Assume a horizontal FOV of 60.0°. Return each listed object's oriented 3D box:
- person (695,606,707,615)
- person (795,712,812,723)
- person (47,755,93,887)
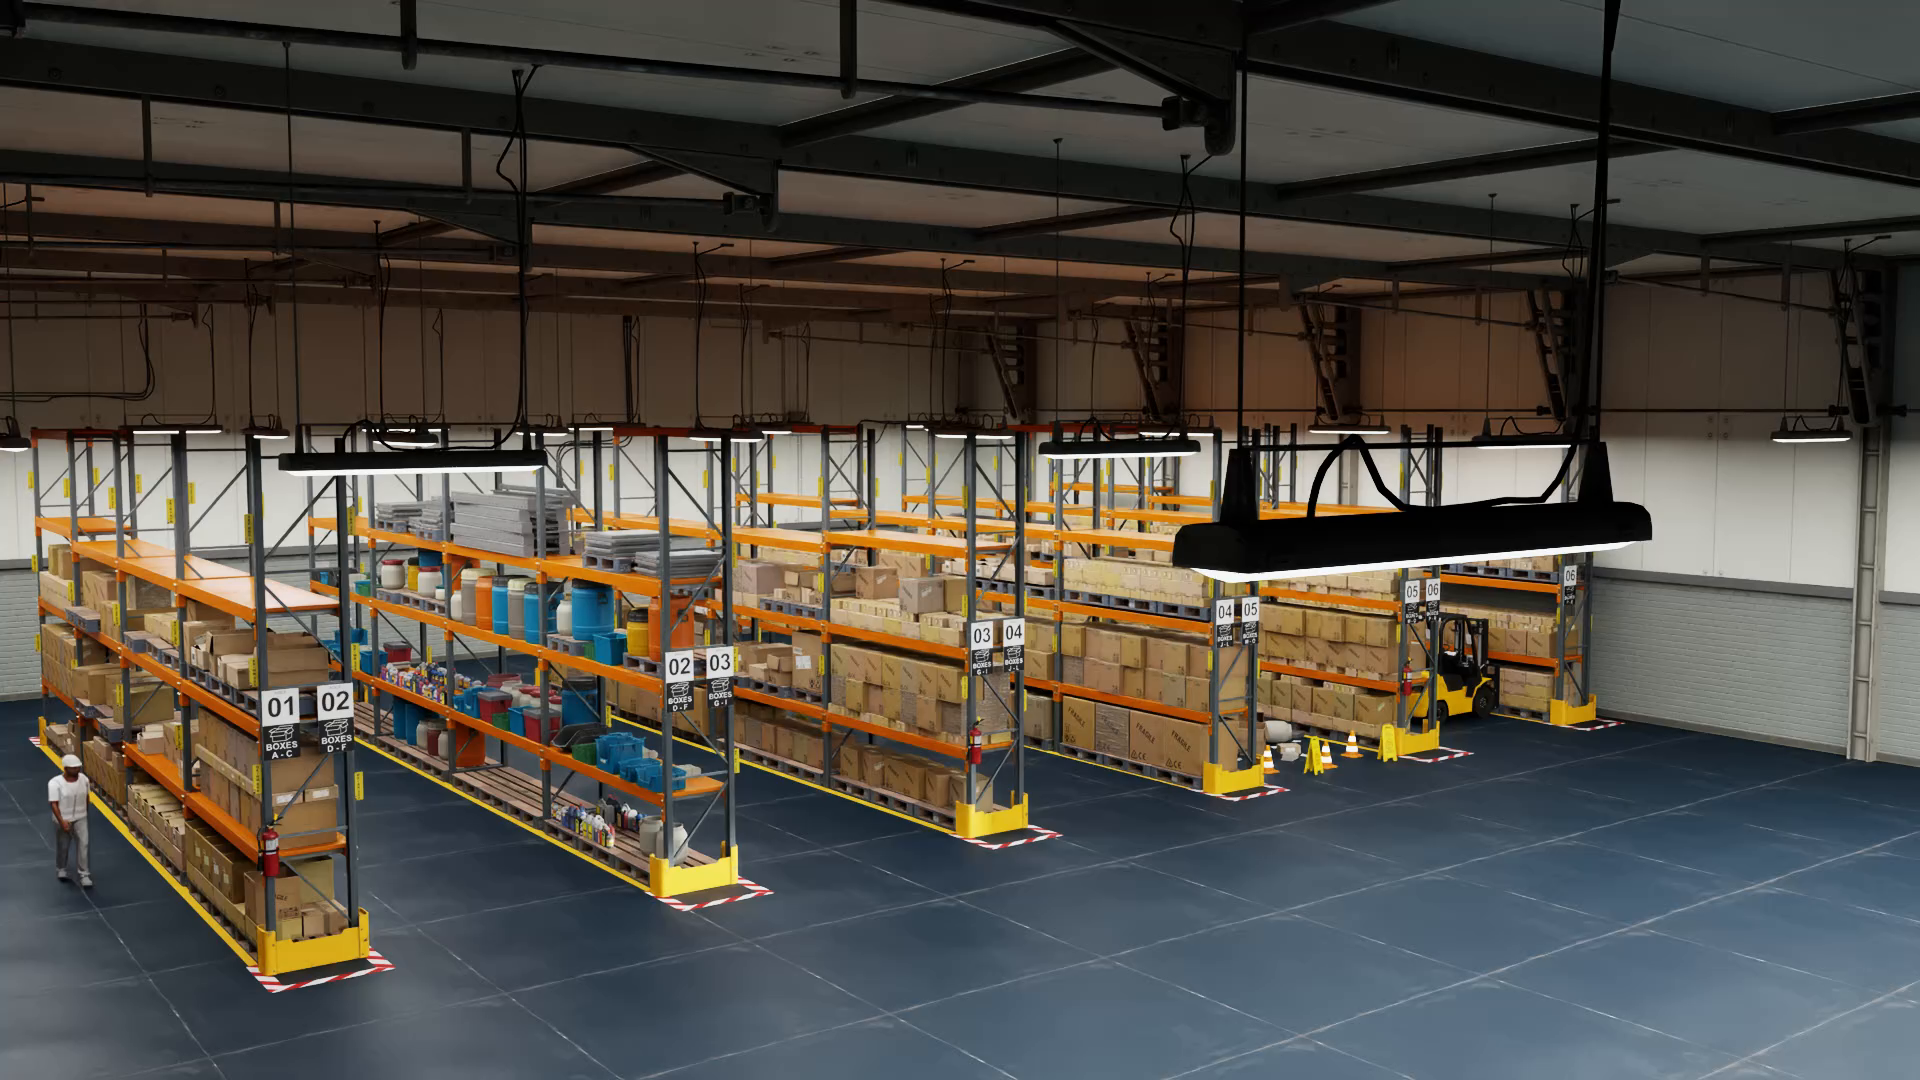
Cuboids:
[{"bbox_3d":[-6.674,2.109,43.292,0.490,1.641,0.865,2,5,27],"label":"person"},{"bbox_3d":[-3.163,2.826,33.708,0.766,1.768,0.600,4,6,45],"label":"person"},{"bbox_3d":[-11.838,3.716,22.195,0.974,1.709,0.562,4,6,43],"label":"person"}]
